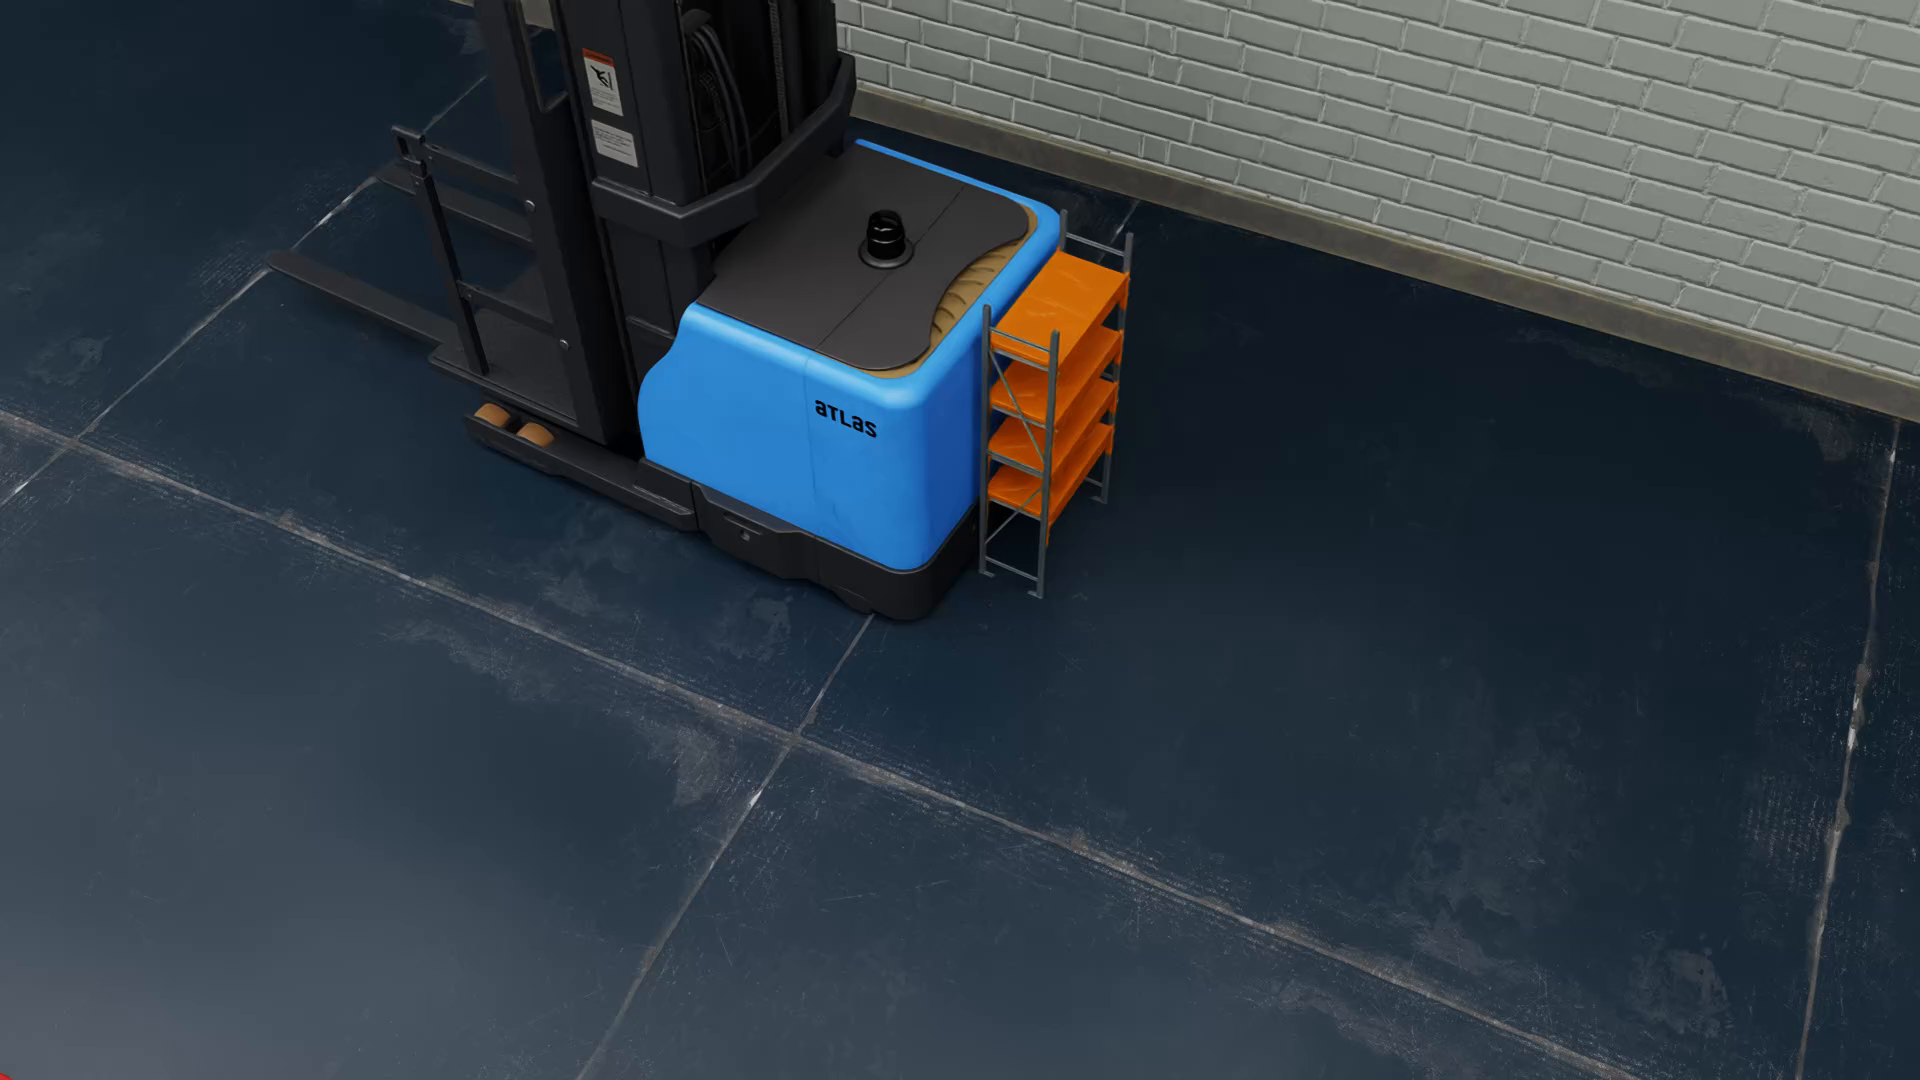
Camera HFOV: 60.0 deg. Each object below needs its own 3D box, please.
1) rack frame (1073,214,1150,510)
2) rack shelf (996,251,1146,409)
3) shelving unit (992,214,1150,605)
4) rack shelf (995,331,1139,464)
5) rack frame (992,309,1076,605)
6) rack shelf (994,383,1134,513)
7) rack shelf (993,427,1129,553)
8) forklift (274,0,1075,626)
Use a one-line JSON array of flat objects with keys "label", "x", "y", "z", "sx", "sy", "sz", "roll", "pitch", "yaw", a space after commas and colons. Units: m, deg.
[{"label": "rack frame", "x": 0.455, "y": -0.544, "z": 5.425, "sx": 0.240, "sy": 1.200, "sz": 0.015, "roll": 23, "pitch": 53, "yaw": 18}, {"label": "rack shelf", "x": 0.335, "y": -0.636, "z": 4.988, "sx": 0.258, "sy": 0.148, "sz": 0.480, "roll": 23, "pitch": 53, "yaw": 18}, {"label": "shelving unit", "x": 0.335, "y": -0.382, "z": 5.287, "sx": 0.258, "sy": 1.200, "sz": 0.503, "roll": 23, "pitch": 53, "yaw": 18}, {"label": "rack shelf", "x": 0.335, "y": -0.483, "z": 5.168, "sx": 0.258, "sy": 0.148, "sz": 0.480, "roll": 23, "pitch": 53, "yaw": 18}, {"label": "rack frame", "x": 0.216, "y": -0.219, "z": 5.149, "sx": 0.240, "sy": 1.200, "sz": 0.015, "roll": 23, "pitch": 53, "yaw": 18}, {"label": "rack shelf", "x": 0.335, "y": -0.338, "z": 5.338, "sx": 0.258, "sy": 0.148, "sz": 0.480, "roll": 23, "pitch": 53, "yaw": 18}, {"label": "rack shelf", "x": 0.335, "y": -0.209, "z": 5.489, "sx": 0.258, "sy": 0.148, "sz": 0.480, "roll": 23, "pitch": 53, "yaw": 18}, {"label": "forklift", "x": -1.148, "y": -1.512, "z": 5.112, "sx": 3.031, "sy": 2.935, "sz": 1.130, "roll": 24, "pitch": 54, "yaw": 19}]
